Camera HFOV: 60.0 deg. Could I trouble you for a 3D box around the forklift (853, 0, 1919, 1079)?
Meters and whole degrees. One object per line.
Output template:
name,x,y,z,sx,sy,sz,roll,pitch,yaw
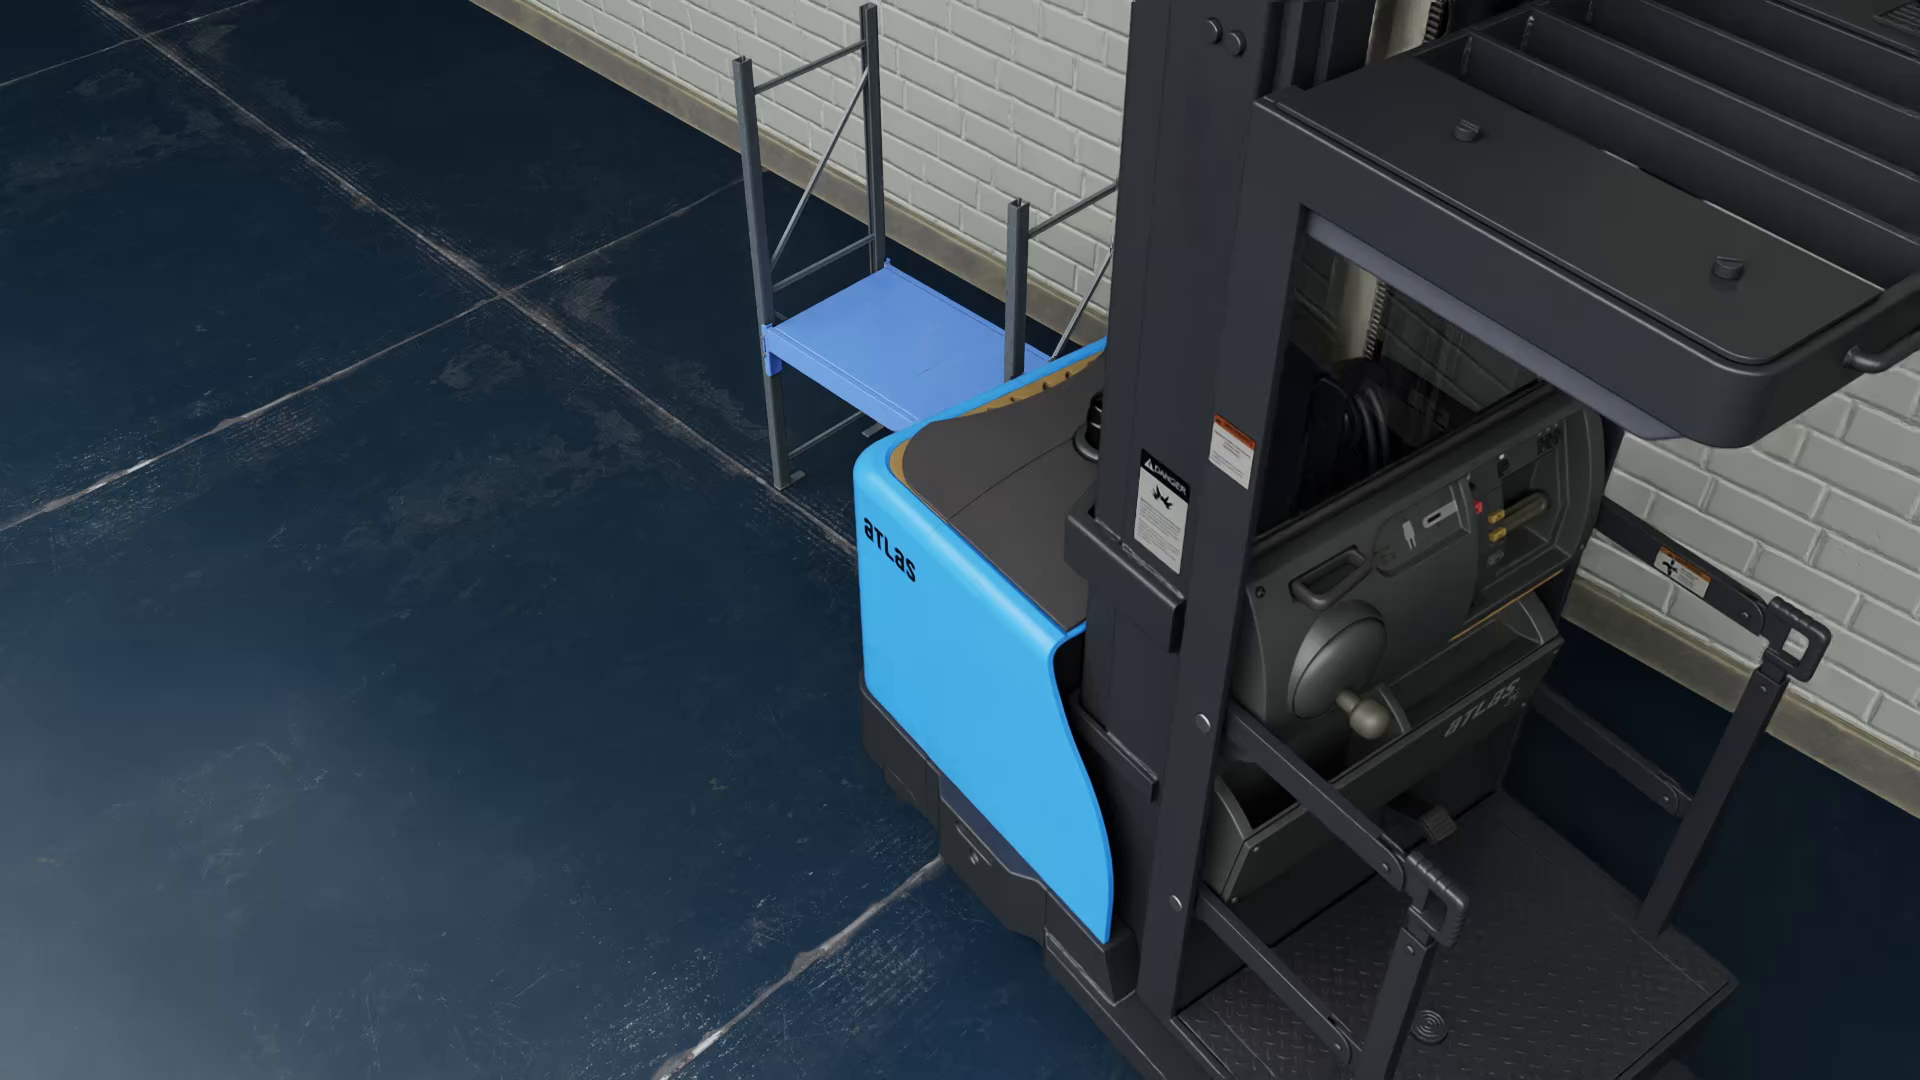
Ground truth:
forklift,1.008,0.118,2.963,1.130,2.935,3.031,-26,49,-26

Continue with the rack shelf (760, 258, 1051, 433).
rack shelf,-0.060,-0.460,4.907,0.538,0.185,1.000,-34,53,-31

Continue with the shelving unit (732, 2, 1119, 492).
shelving unit,-0.060,-0.592,4.785,0.538,1.500,1.048,-34,53,-31

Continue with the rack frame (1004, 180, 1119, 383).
rack frame,0.299,-0.348,4.521,0.500,1.500,0.032,-34,53,-31

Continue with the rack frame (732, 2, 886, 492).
rack frame,-0.419,-0.836,5.050,0.500,1.500,0.032,-34,53,-31
